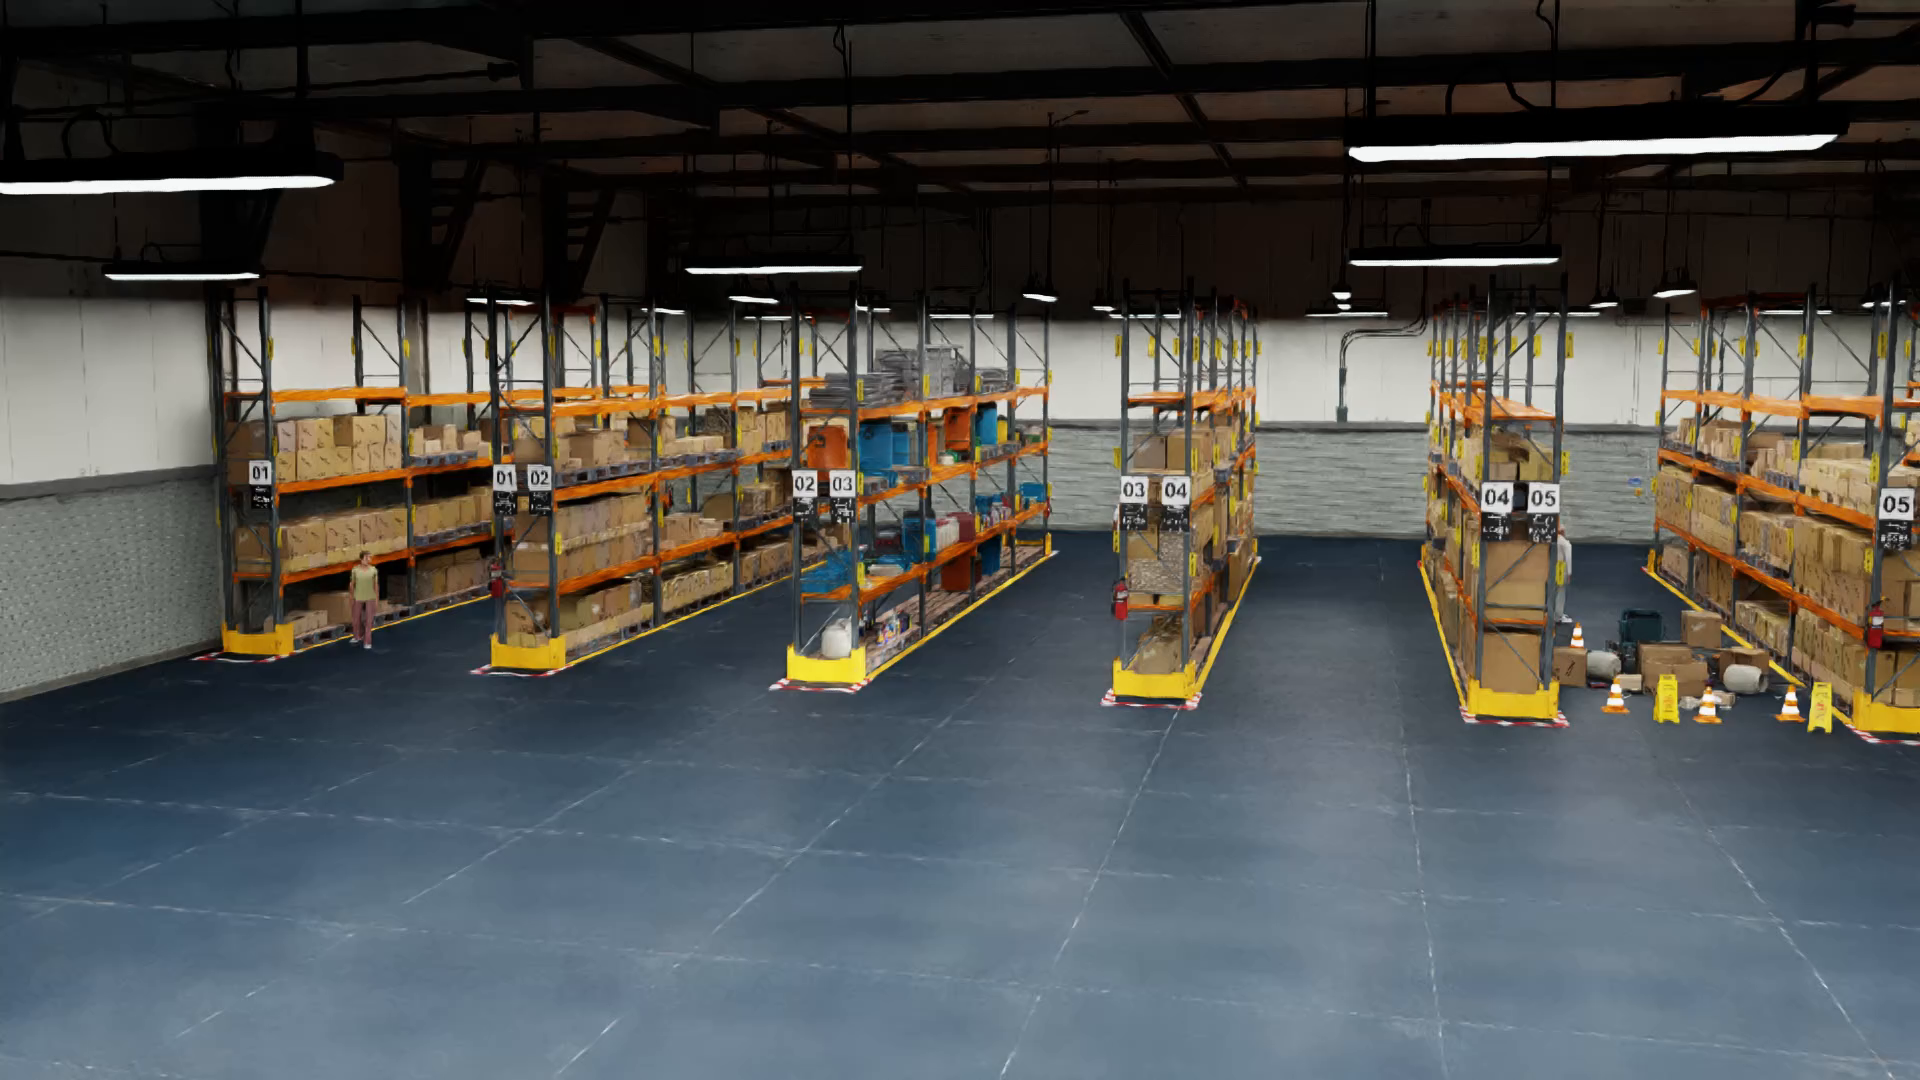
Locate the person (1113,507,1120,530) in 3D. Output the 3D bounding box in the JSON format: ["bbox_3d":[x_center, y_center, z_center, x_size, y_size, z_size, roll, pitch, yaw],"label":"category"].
[{"bbox_3d":[3.777,-0.203,37.935,0.577,1.691,1.121,2,7,15],"label":"person"}]

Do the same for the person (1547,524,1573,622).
[{"bbox_3d":[11.052,0.594,30.571,0.504,1.788,0.640,-2,7,-18],"label":"person"}]

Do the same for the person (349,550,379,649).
[{"bbox_3d":[-10.009,0.985,27.891,0.508,1.657,0.534,-3,7,-23],"label":"person"}]
